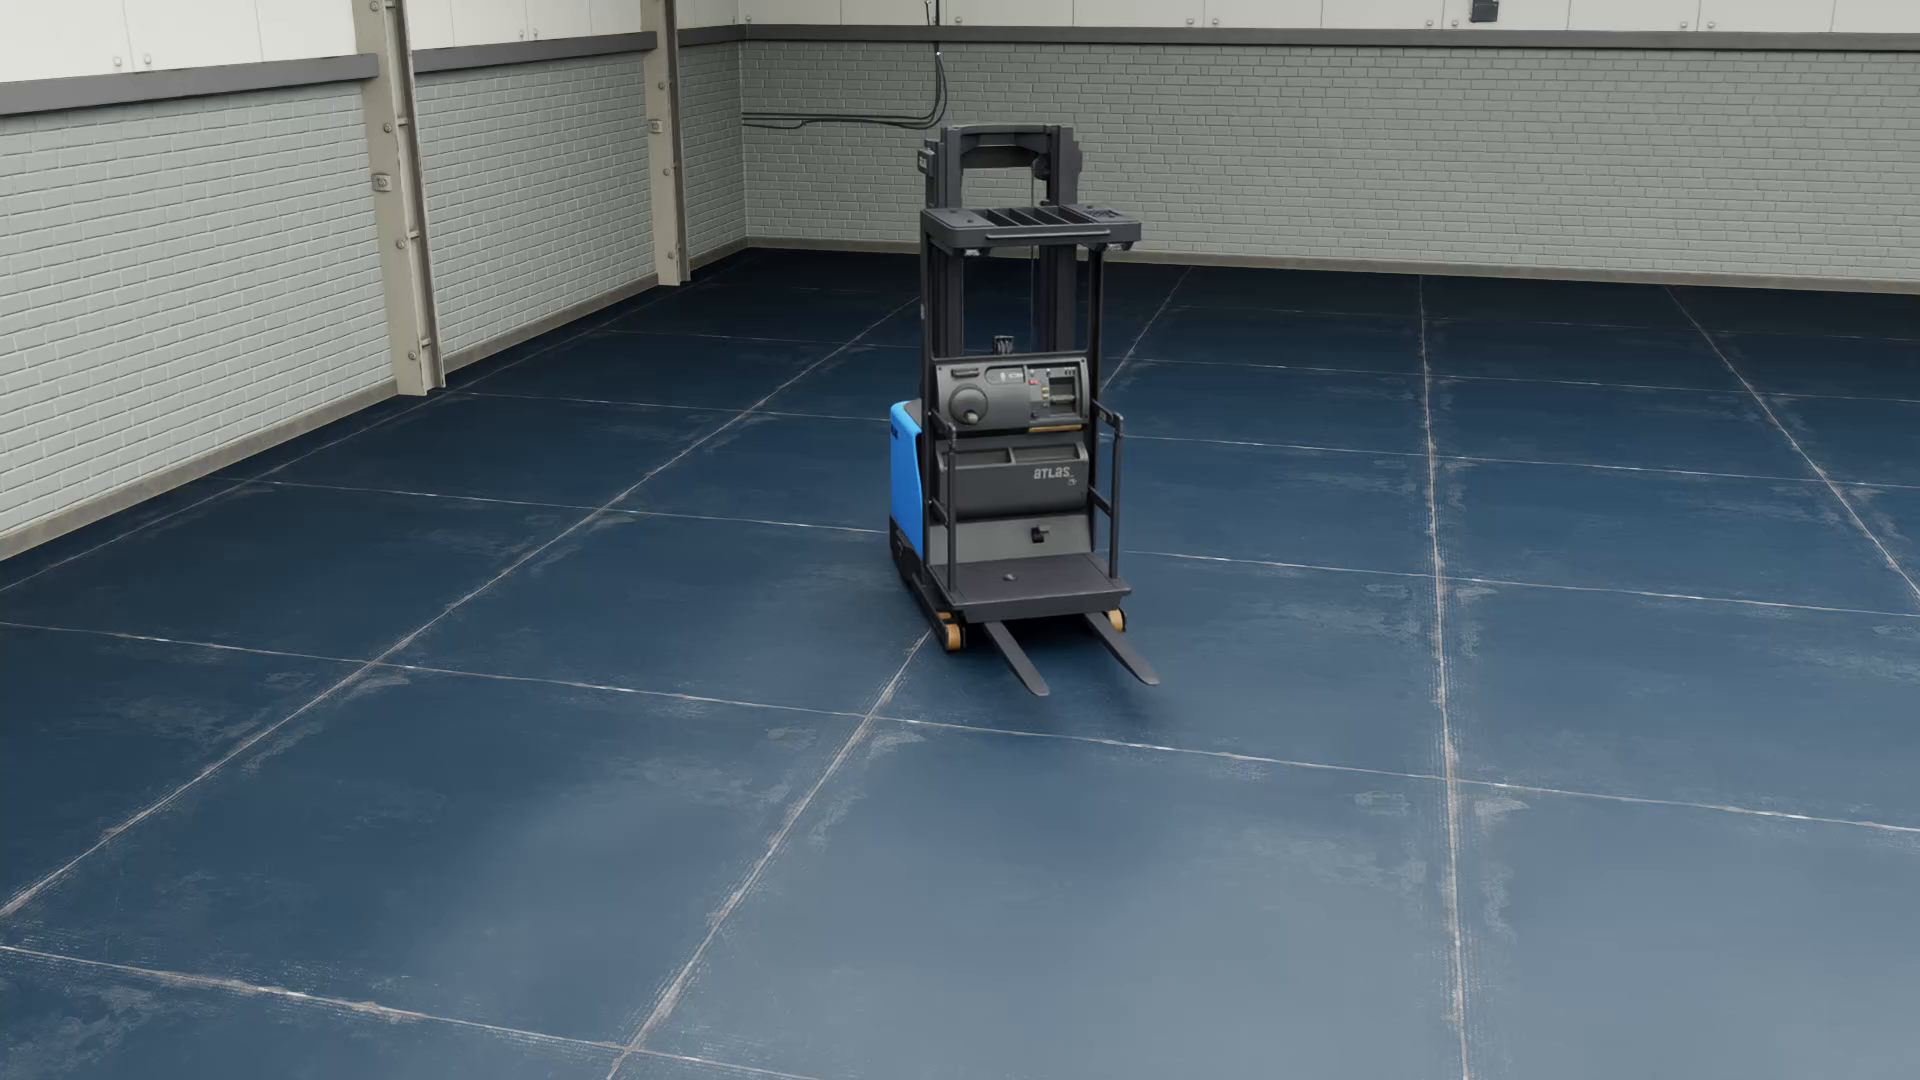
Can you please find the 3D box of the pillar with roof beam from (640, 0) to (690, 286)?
[{"bbox_3d":[0.489,-7.232,18.938,9.100,9.000,0.400,5,19,13],"label":"pillar with roof beam"}]

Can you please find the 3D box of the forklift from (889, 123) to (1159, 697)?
[{"bbox_3d":[0.369,-0.868,9.695,1.130,2.935,3.031,-5,19,-13],"label":"forklift"}]

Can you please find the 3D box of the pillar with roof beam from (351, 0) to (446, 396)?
[{"bbox_3d":[-0.977,-5.351,13.433,9.100,9.000,0.400,5,19,13],"label":"pillar with roof beam"}]

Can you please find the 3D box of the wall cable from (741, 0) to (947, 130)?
[{"bbox_3d":[-1.683,-6.921,22.833,3.097,2.526,0.112,5,19,13],"label":"wall cable"}]

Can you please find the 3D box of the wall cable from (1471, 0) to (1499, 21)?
[{"bbox_3d":[7.519,-9.245,19.572,2.305,6.003,0.169,5,19,13],"label":"wall cable"}]
